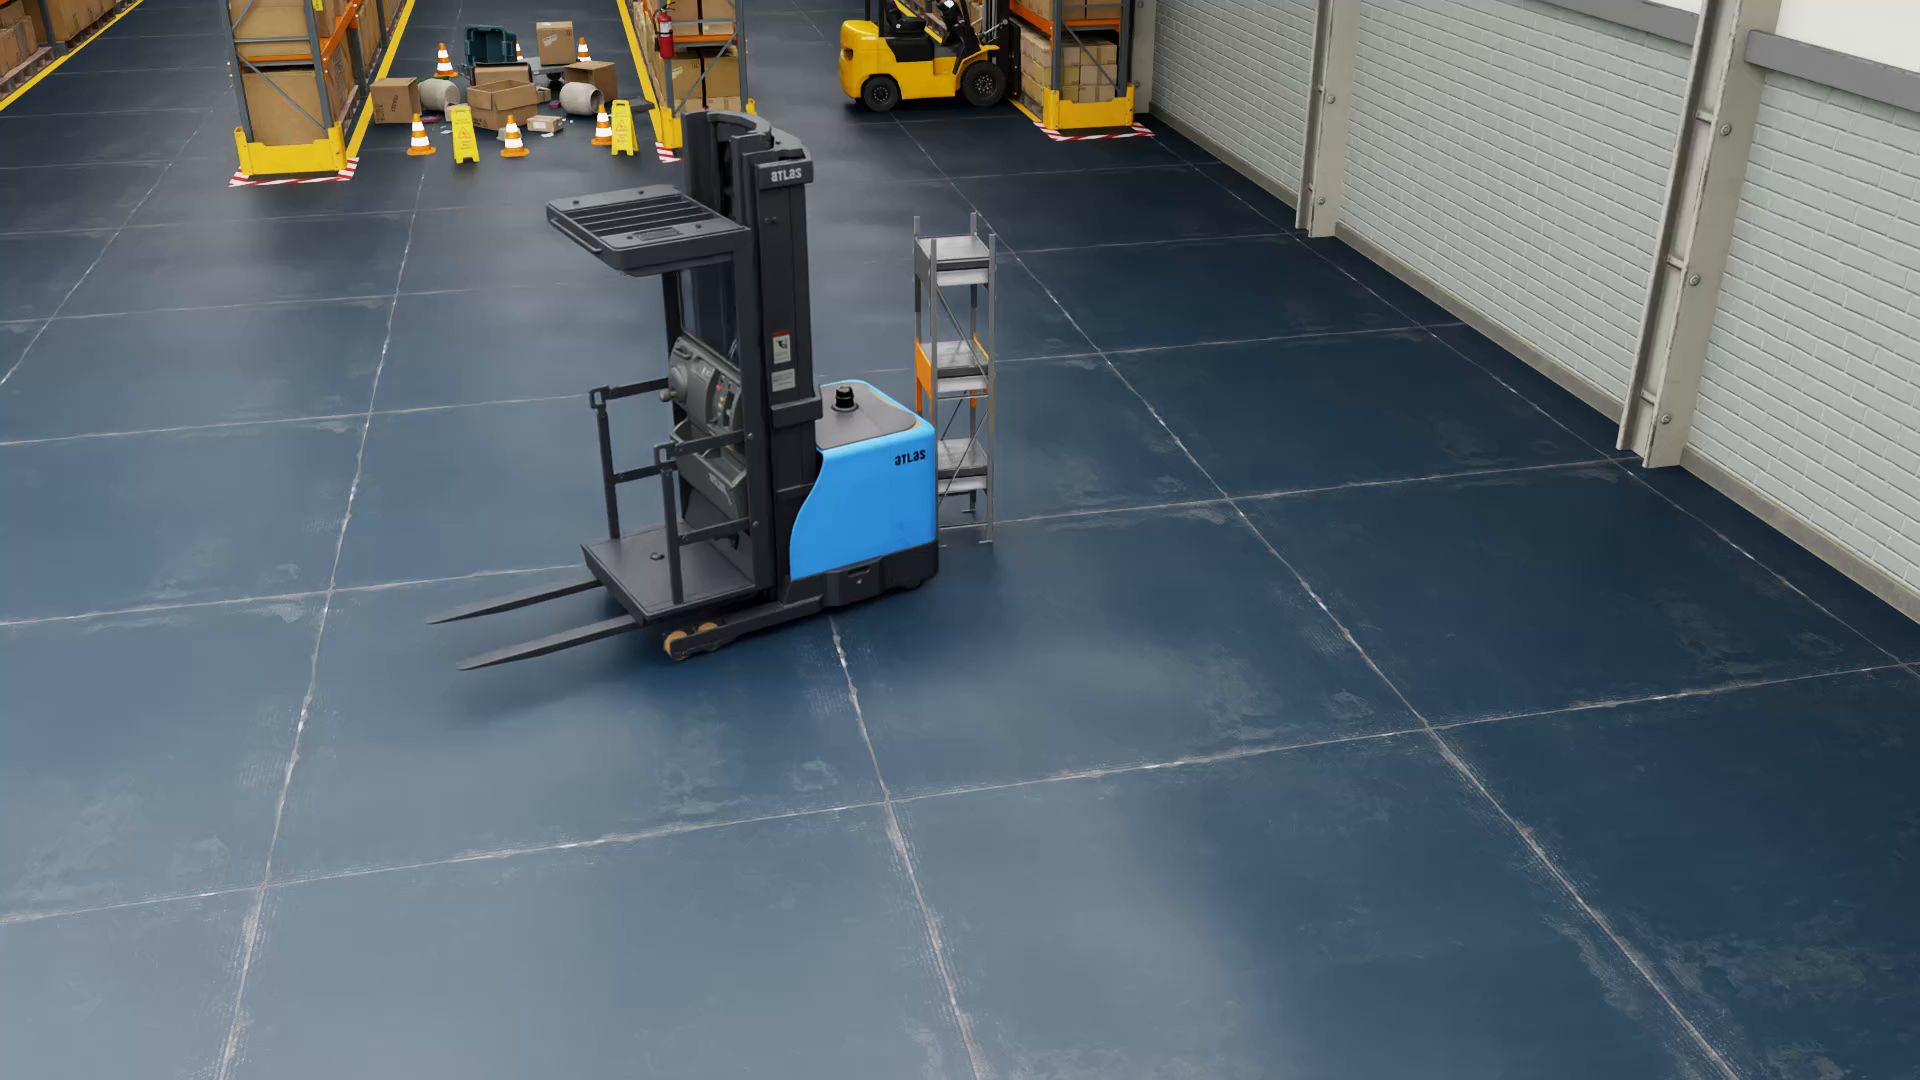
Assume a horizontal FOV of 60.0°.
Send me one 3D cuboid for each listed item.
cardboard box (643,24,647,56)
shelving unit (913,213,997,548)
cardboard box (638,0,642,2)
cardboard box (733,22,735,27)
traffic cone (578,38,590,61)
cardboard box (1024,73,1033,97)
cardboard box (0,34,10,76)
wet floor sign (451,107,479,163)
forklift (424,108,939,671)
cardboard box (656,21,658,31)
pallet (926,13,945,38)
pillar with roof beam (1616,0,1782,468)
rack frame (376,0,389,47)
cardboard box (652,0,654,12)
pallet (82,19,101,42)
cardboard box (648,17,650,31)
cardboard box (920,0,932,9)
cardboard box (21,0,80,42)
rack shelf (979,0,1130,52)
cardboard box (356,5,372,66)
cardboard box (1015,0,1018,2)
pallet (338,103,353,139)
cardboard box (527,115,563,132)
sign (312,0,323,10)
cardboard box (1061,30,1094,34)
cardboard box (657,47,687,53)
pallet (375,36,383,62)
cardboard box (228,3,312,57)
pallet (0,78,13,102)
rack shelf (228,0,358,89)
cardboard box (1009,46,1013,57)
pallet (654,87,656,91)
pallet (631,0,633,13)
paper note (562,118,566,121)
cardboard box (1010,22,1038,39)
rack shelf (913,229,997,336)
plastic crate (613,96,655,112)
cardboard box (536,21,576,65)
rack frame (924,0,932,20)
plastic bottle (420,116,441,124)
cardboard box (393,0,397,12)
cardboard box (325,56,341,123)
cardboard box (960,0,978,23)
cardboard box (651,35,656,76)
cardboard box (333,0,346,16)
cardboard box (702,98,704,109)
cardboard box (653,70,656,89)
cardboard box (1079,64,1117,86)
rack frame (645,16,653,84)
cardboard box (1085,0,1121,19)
[{"bbox_3d":[-4.336,-7.646,25.367,0.950,0.372,0.625,-4,27,-8],"label":"cardboard box"},{"bbox_3d":[-0.037,-1.010,10.767,0.431,2.100,0.503,-6,27,-12],"label":"shelving unit"},{"bbox_3d":[-5.026,-9.393,28.270,0.875,0.875,0.875,-6,27,-12],"label":"cardboard box"},{"bbox_3d":[-3.075,-6.623,21.167,0.380,0.149,0.250,-7,28,-13],"label":"cardboard box"},{"bbox_3d":[-5.693,-7.356,25.157,0.336,0.463,0.334,-6,27,-12],"label":"traffic cone"},{"bbox_3d":[1.170,-6.190,22.616,0.500,0.250,0.500,-6,27,-12],"label":"cardboard box"},{"bbox_3d":[-14.038,-6.889,23.703,0.700,0.500,0.500,-8,28,-16],"label":"cardboard box"},{"bbox_3d":[-6.013,-4.921,20.130,0.267,0.644,0.232,-11,29,-20],"label":"wet floor sign"},{"bbox_3d":[-1.660,-0.879,9.585,3.031,2.935,1.130,-16,31,-28],"label":"forklift"},{"bbox_3d":[-3.606,-6.461,20.847,0.380,0.149,0.250,-6,27,-12],"label":"cardboard box"},{"bbox_3d":[0.031,-8.738,28.174,1.003,0.211,1.213,-6,27,-12],"label":"pallet"},{"bbox_3d":[0.918,-4.207,9.444,9.100,9.000,0.400,-6,27,-12],"label":"pillar with roof beam"},{"bbox_3d":[-9.751,-9.296,26.184,1.000,3.000,0.127,-6,27,-12],"label":"rack frame"},{"bbox_3d":[-3.648,-6.939,21.073,0.500,0.500,0.500,-6,27,-11],"label":"cardboard box"},{"bbox_3d":[-14.982,-8.480,27.663,1.003,0.211,1.213,-6,27,-12],"label":"pallet"},{"bbox_3d":[-4.093,-7.098,22.864,0.380,0.149,0.250,-5,27,-10],"label":"cardboard box"},{"bbox_3d":[-0.421,-9.584,29.063,0.500,0.500,0.500,-5,27,-10],"label":"cardboard box"},{"bbox_3d":[-14.742,-8.380,26.263,1.225,0.875,0.875,-7,28,-14],"label":"cardboard box"},{"bbox_3d":[1.236,-7.393,23.213,1.077,0.370,4.000,-6,27,-12],"label":"rack shelf"},{"bbox_3d":[-9.291,-7.410,24.479,1.050,0.750,0.750,-6,27,-12],"label":"cardboard box"},{"bbox_3d":[0.972,-7.744,22.998,0.500,0.500,0.500,-6,27,-11],"label":"cardboard box"},{"bbox_3d":[-8.476,-5.416,21.593,1.003,0.211,1.213,-6,27,-12],"label":"pallet"},{"bbox_3d":[-5.412,-5.428,21.685,0.380,0.149,0.250,8,28,15],"label":"cardboard box"},{"bbox_3d":[-7.406,-6.259,19.120,0.100,0.325,0.005,-6,27,-12],"label":"sign"},{"bbox_3d":[1.544,-6.912,22.939,0.500,0.250,0.500,-6,27,-12],"label":"cardboard box"},{"bbox_3d":[-3.731,-6.395,21.470,0.380,0.149,0.250,-5,27,-10],"label":"cardboard box"},{"bbox_3d":[-9.647,-7.697,26.112,1.003,0.211,1.213,-6,27,-12],"label":"pallet"},{"bbox_3d":[-8.076,-6.009,19.506,0.875,0.550,0.550,-6,27,-12],"label":"cardboard box"},{"bbox_3d":[-13.882,-6.177,23.100,1.003,0.211,1.213,-6,27,-12],"label":"pallet"},{"bbox_3d":[-8.399,-6.340,21.128,1.077,0.370,4.000,-6,27,-12],"label":"rack shelf"},{"bbox_3d":[0.924,-6.867,23.404,0.500,0.250,0.500,-6,27,-12],"label":"cardboard box"},{"bbox_3d":[-3.864,-6.551,23.840,1.003,0.211,1.213,-6,27,-12],"label":"pallet"},{"bbox_3d":[-5.327,-9.486,29.656,1.003,0.211,1.213,-6,27,-12],"label":"pallet"},{"bbox_3d":[-5.346,-5.601,22.172,0.148,0.019,0.142,3,27,6],"label":"paper note"},{"bbox_3d":[0.928,-7.080,23.271,0.500,0.250,0.500,-7,28,-13],"label":"cardboard box"},{"bbox_3d":[-0.037,-1.623,10.458,0.431,0.518,0.480,-6,27,-12],"label":"rack shelf"},{"bbox_3d":[-4.495,-6.011,22.916,0.402,0.080,0.583,-16,31,-29],"label":"plastic crate"},{"bbox_3d":[-5.777,-7.115,23.797,0.500,0.500,0.500,-6,27,-12],"label":"cardboard box"},{"bbox_3d":[-0.116,-10.348,28.270,1.000,3.000,0.127,-6,27,-12],"label":"rack frame"},{"bbox_3d":[-7.058,-5.582,22.088,0.283,0.061,0.133,-16,31,-29],"label":"plastic bottle"},{"bbox_3d":[-10.014,-9.373,28.646,0.500,0.500,0.500,-7,28,-13],"label":"cardboard box"},{"bbox_3d":[-8.366,-5.700,20.952,0.875,0.875,0.875,-6,27,-12],"label":"cardboard box"},{"bbox_3d":[0.489,-8.289,26.359,0.875,0.625,0.625,-6,27,-12],"label":"cardboard box"},{"bbox_3d":[-3.933,-6.633,22.663,0.500,0.500,0.500,-5,27,-9],"label":"cardboard box"},{"bbox_3d":[-8.609,-7.207,21.879,0.875,0.550,0.550,-6,27,-12],"label":"cardboard box"},{"bbox_3d":[-3.169,-5.898,22.038,0.500,0.250,0.500,-5,27,-10],"label":"cardboard box"},{"bbox_3d":[-3.927,-6.294,22.824,0.500,0.250,0.500,-6,27,-12],"label":"cardboard box"},{"bbox_3d":[1.783,-6.247,22.175,0.500,0.250,0.500,-5,27,-11],"label":"cardboard box"},{"bbox_3d":[-4.050,-8.087,23.789,1.000,3.000,0.127,-6,27,-12],"label":"rack frame"},{"bbox_3d":[1.846,-7.127,21.776,0.500,0.500,0.500,-5,27,-10],"label":"cardboard box"}]
